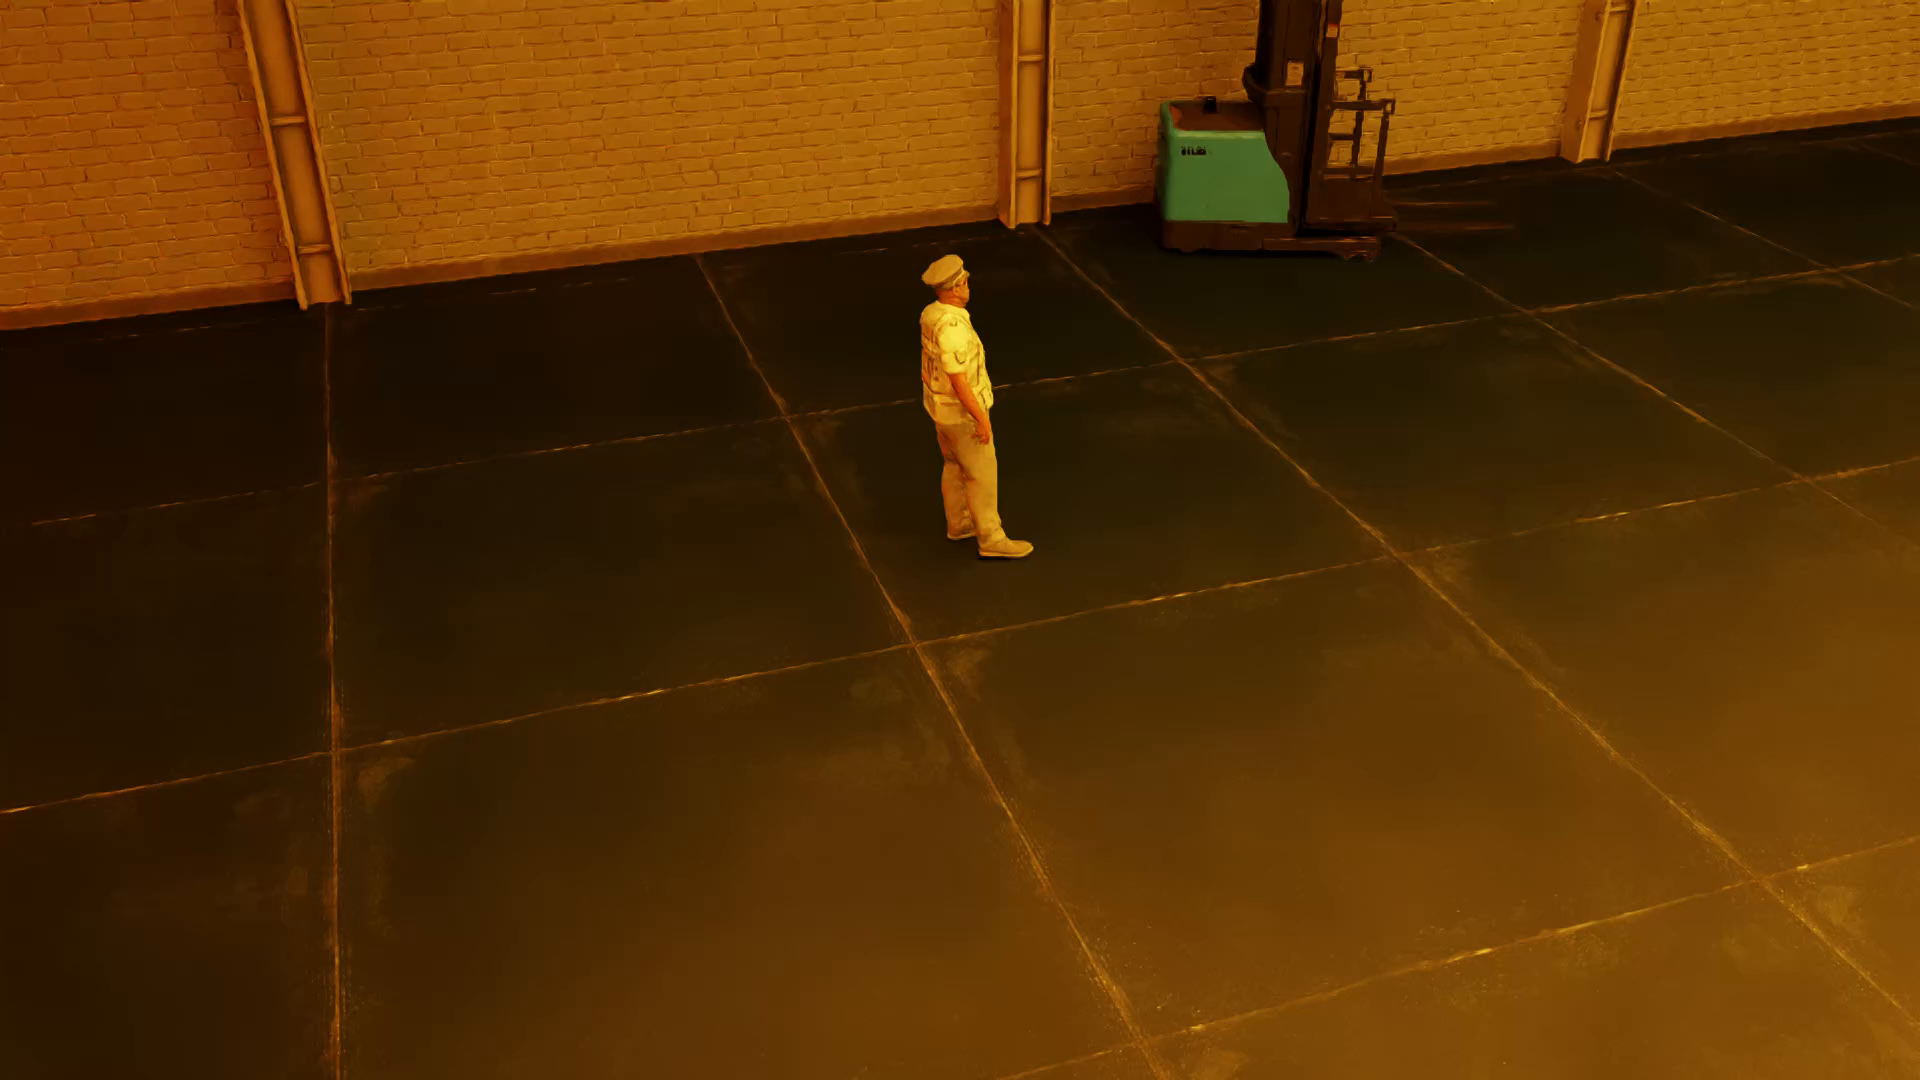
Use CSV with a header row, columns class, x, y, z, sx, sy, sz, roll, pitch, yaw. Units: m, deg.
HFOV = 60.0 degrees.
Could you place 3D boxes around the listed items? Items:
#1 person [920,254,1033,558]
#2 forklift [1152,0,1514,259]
class,x,y,z,sx,sy,sz,roll,pitch,yaw
person,0.078,-0.786,9.589,0.574,1.781,0.640,-10,31,-16
forklift,3.239,-3.945,13.943,3.031,2.935,1.130,1,30,1
